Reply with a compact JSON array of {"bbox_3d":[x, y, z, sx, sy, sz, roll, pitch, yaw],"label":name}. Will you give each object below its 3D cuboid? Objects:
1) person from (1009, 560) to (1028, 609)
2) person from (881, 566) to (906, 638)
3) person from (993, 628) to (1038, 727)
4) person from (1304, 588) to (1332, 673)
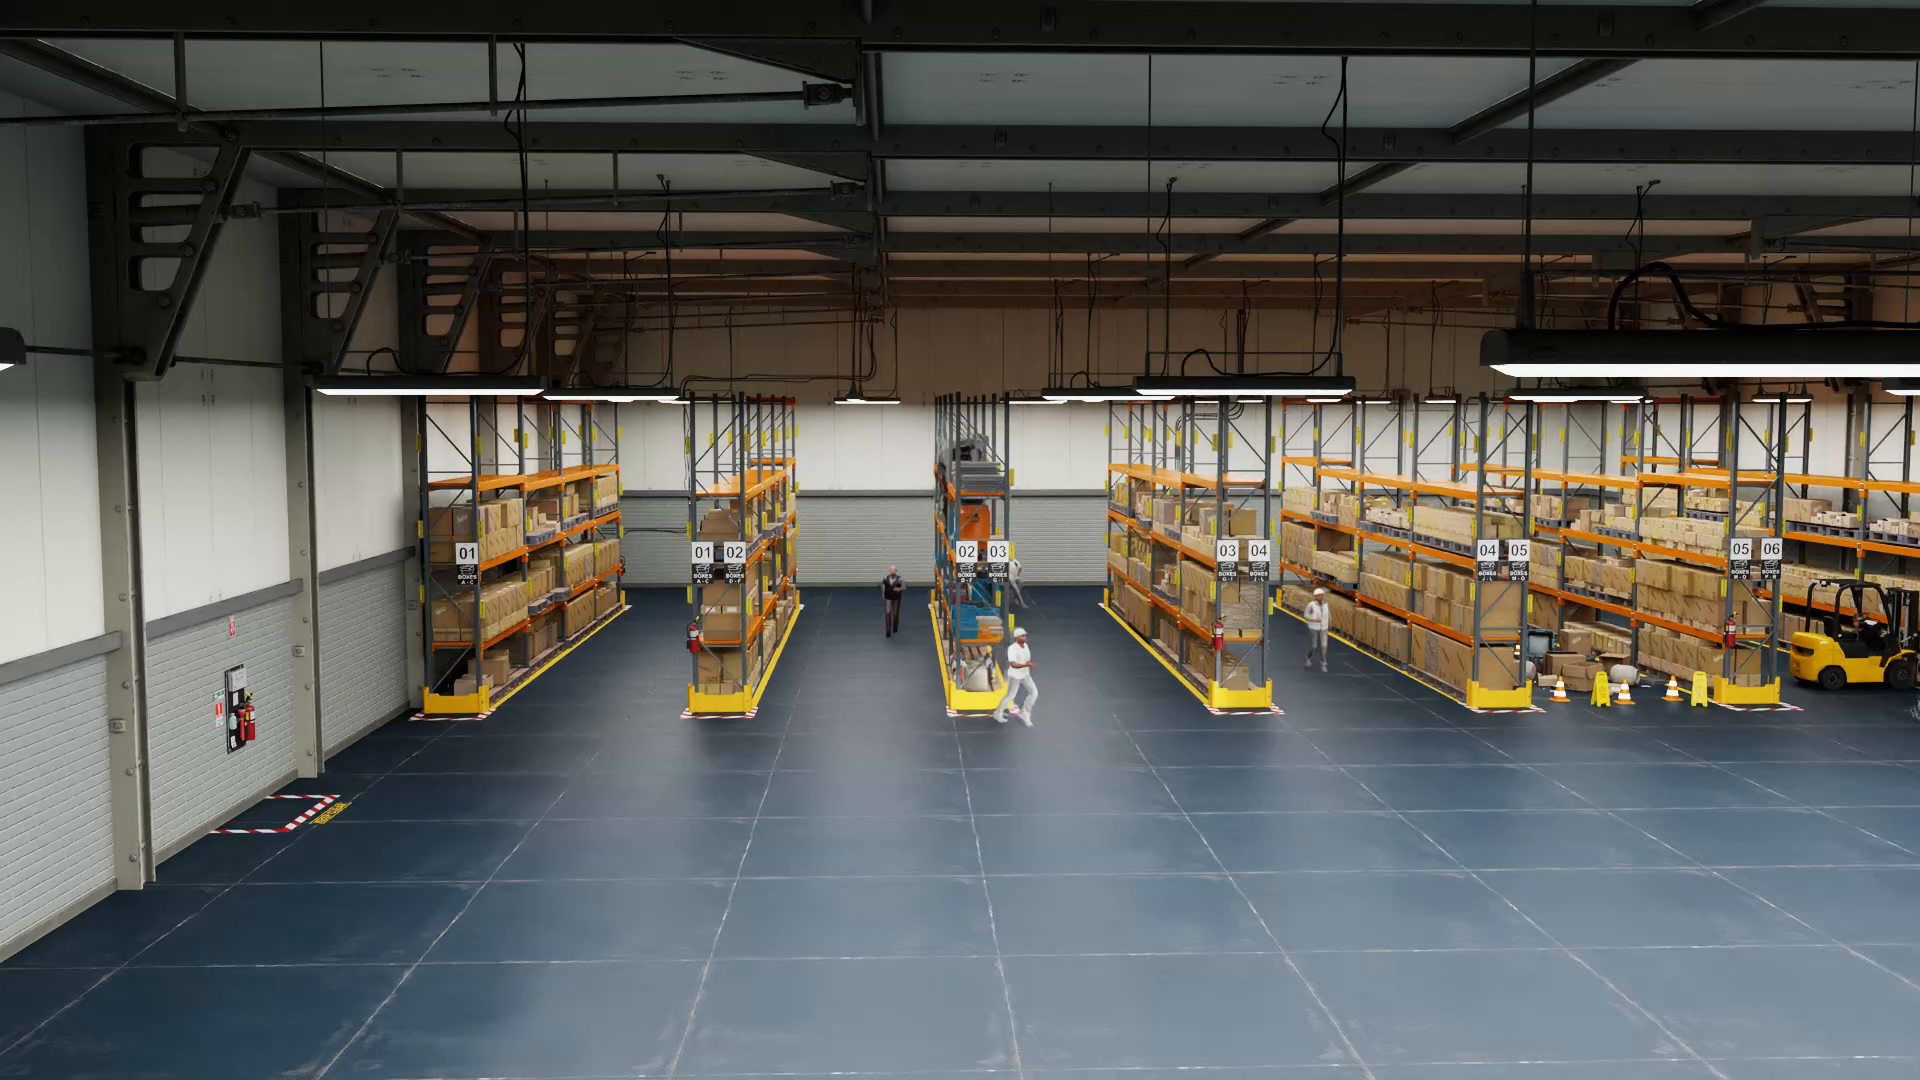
[{"bbox_3d":[1.512,1.122,47.395,0.658,1.618,0.850,-2,5,-19],"label":"person"},{"bbox_3d":[-1.670,1.522,41.600,0.650,1.760,0.871,0,5,2],"label":"person"},{"bbox_3d":[1.048,2.459,29.801,0.886,1.795,0.711,3,6,36],"label":"person"},{"bbox_3d":[7.777,1.941,36.131,0.676,1.802,0.854,-1,5,-10],"label":"person"}]
